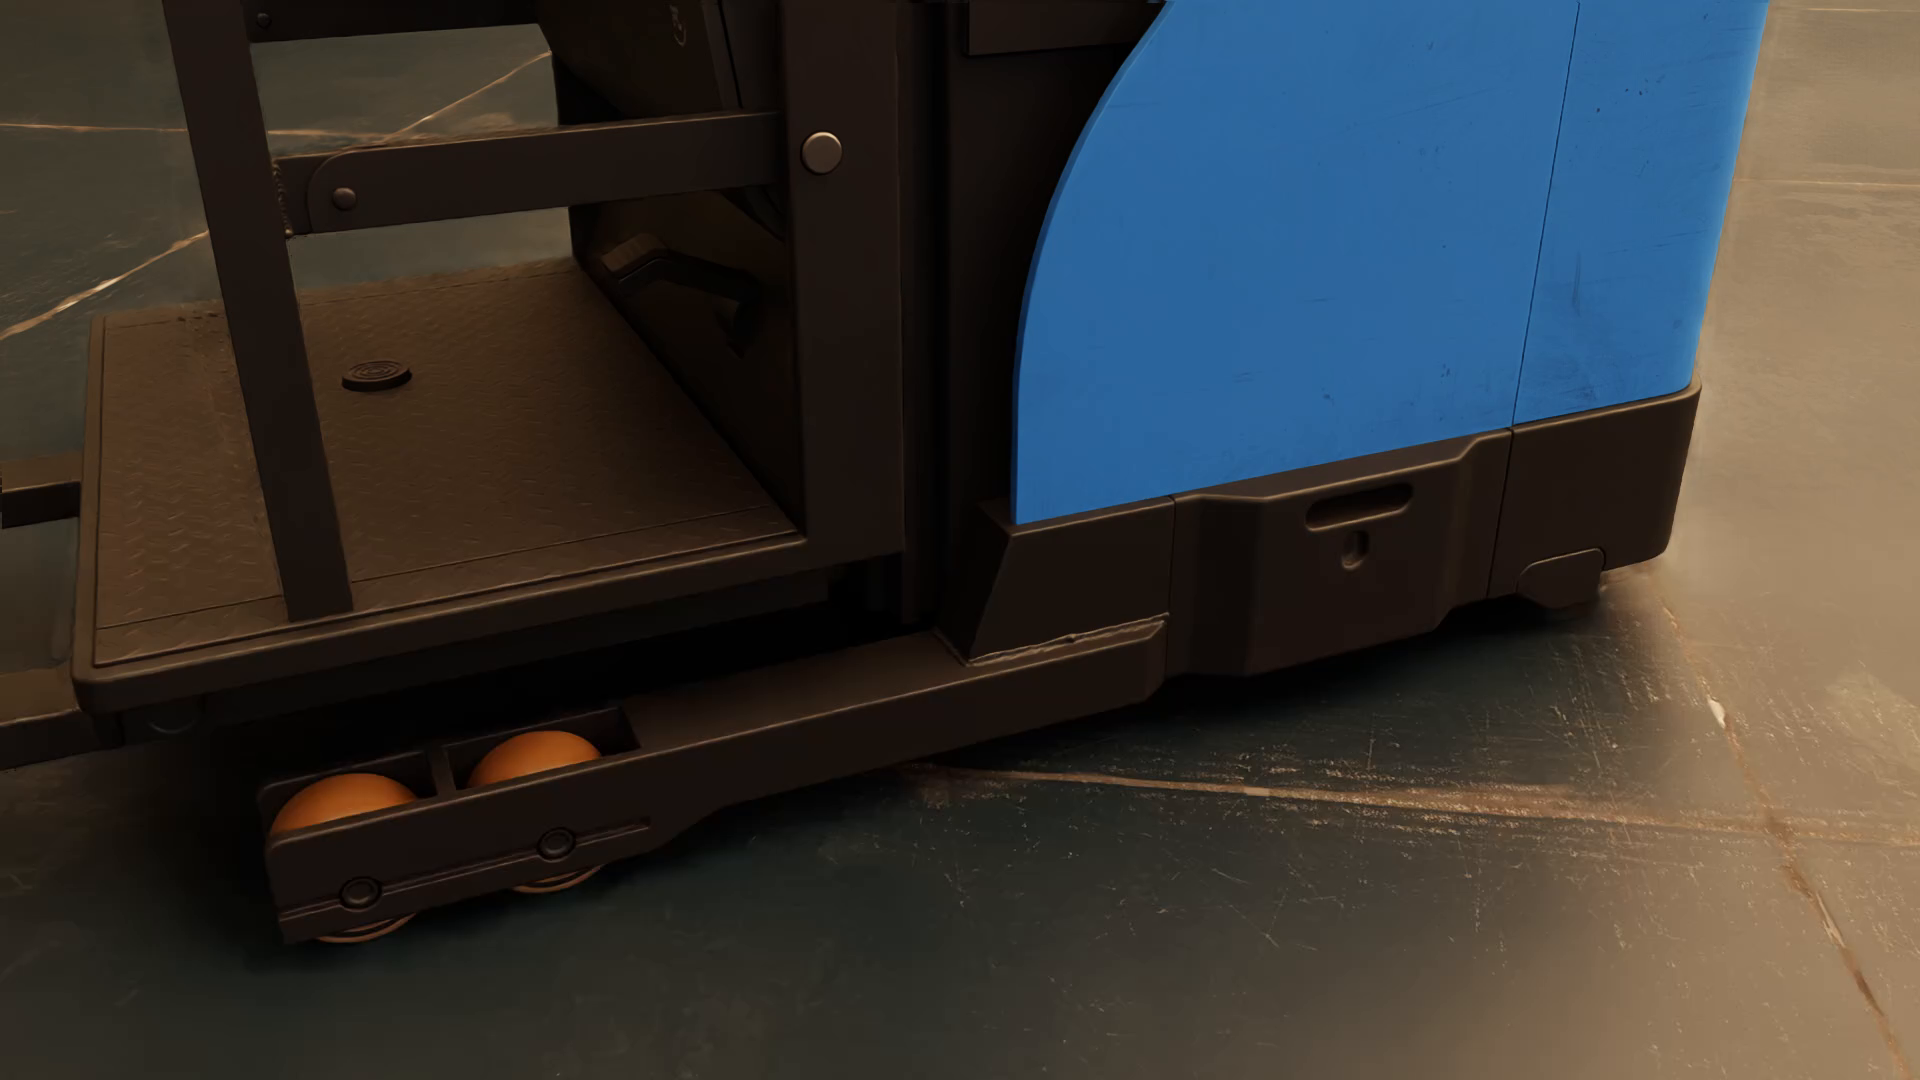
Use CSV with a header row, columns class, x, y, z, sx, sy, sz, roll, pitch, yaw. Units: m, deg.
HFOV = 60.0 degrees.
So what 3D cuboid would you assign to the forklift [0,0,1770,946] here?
class,x,y,z,sx,sy,sz,roll,pitch,yaw
forklift,-0.562,-1.173,1.568,3.031,2.935,1.130,-11,29,-22
